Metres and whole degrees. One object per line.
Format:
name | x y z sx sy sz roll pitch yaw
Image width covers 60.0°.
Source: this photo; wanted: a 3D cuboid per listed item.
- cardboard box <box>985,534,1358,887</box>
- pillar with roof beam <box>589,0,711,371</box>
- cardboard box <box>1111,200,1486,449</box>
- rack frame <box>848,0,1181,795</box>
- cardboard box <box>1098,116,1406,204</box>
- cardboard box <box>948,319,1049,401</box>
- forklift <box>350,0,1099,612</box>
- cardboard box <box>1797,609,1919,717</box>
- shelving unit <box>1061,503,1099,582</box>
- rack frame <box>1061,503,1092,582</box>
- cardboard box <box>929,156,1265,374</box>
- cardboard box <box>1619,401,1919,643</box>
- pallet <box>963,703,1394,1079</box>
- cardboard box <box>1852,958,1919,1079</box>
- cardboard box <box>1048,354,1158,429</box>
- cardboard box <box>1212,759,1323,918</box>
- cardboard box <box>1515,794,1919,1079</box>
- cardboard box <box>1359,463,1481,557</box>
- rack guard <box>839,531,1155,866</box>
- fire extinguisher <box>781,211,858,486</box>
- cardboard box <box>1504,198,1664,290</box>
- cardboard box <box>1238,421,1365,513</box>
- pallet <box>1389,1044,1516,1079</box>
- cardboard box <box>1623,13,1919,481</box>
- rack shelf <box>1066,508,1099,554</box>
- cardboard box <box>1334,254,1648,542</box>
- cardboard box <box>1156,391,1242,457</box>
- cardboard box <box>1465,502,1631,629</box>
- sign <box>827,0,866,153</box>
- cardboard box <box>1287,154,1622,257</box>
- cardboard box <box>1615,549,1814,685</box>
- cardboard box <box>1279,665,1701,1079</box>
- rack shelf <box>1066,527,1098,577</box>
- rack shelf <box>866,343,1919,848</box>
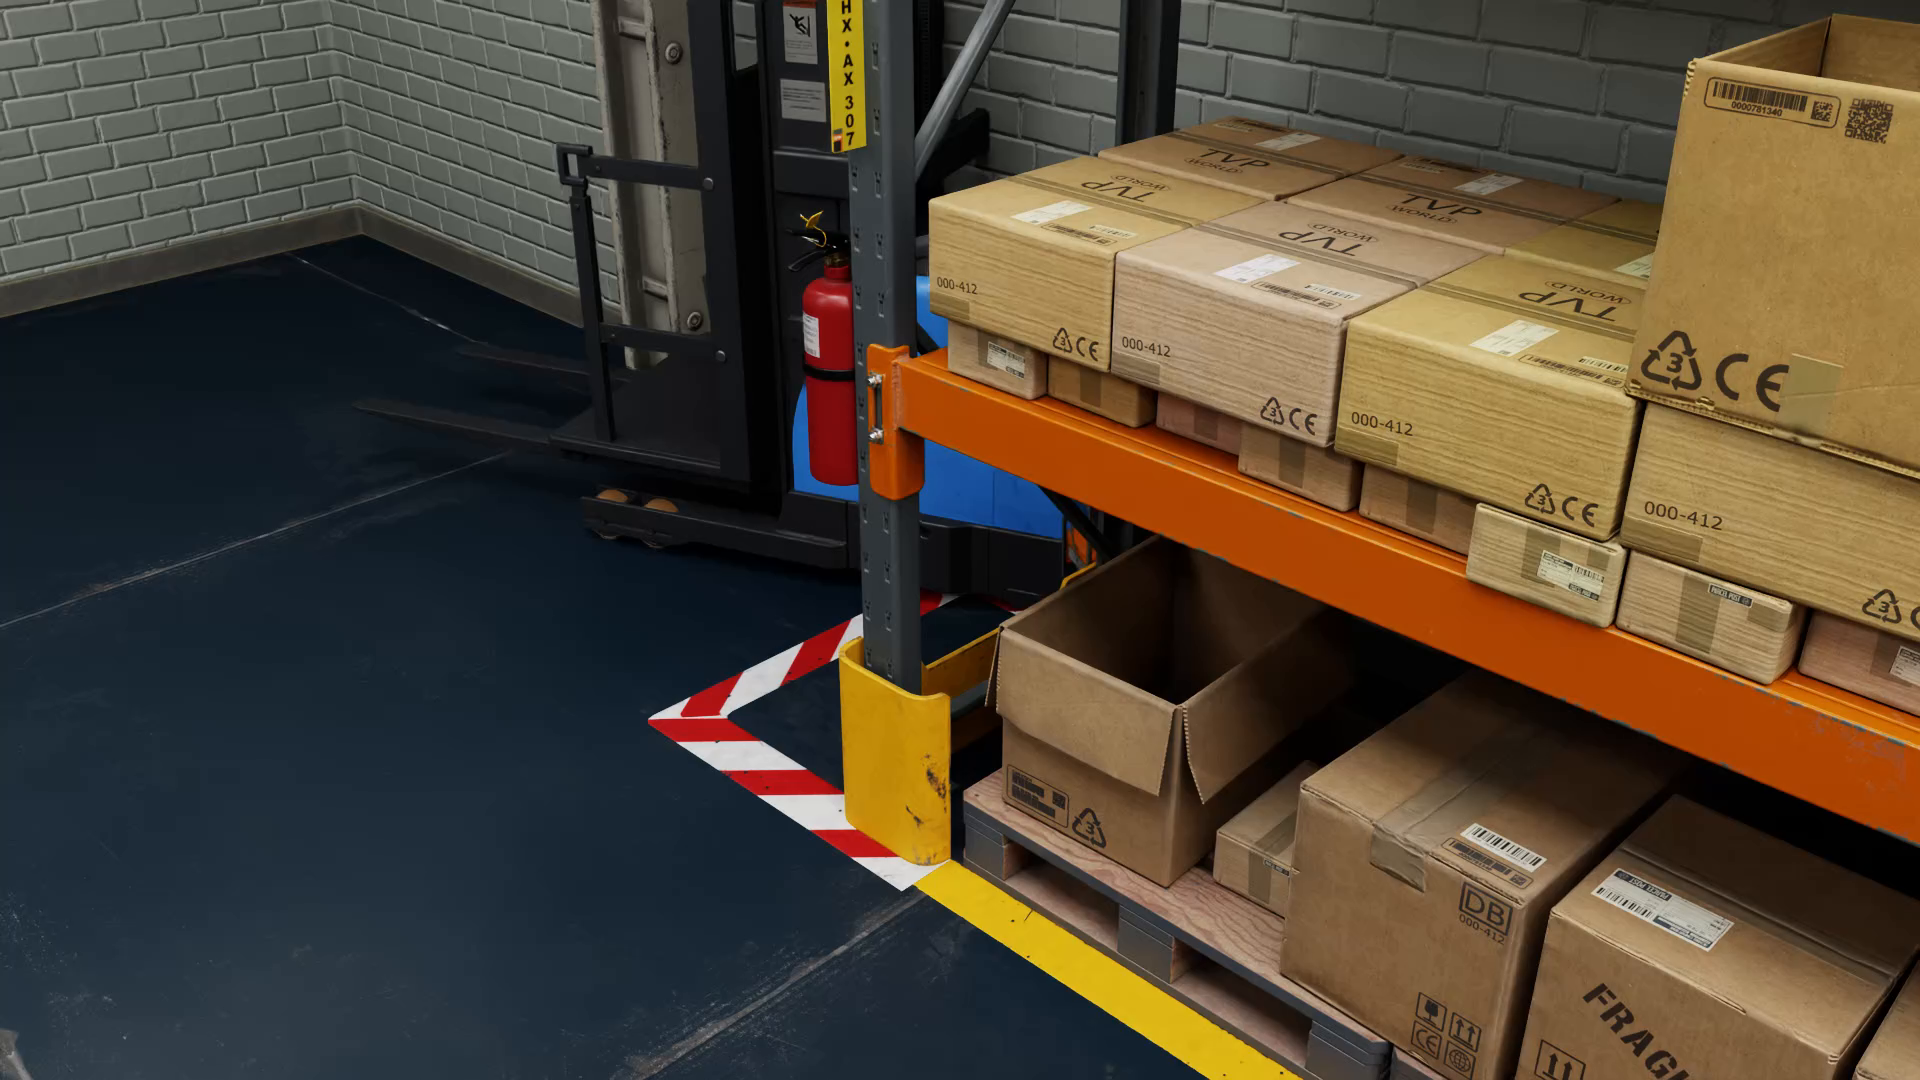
cardboard box | 0.519 0.382 4.032 0.637 0.503 0.797 23 35 37
pillar with roof beam | -4.160 -3.174 2.117 0.400 9.000 9.100 25 36 38
cardboard box | 0.643 -0.432 3.189 0.500 0.250 0.500 -25 37 -39
rack frame | 0.149 -0.768 3.988 0.127 3.000 1.000 25 36 38
cardboard box | 0.663 -0.772 3.836 0.500 0.250 0.500 -24 36 -38
cardboard box | 0.191 -0.459 3.669 0.250 0.149 0.380 24 36 38
forklift | -0.762 -1.483 5.421 3.031 2.935 1.130 11 30 20
cardboard box | 1.509 0.118 2.572 0.250 0.149 0.380 24 36 38
shelving unit | 0.456 -0.154 4.892 0.252 1.050 0.215 -13 34 -16
rack frame | 0.342 -0.128 4.857 0.008 1.050 0.200 -13 34 -16
cardboard box | 0.284 -0.596 3.502 0.500 0.250 0.500 25 37 39
cardboard box | 1.387 -0.108 2.573 0.500 0.250 0.500 23 36 37
pallet | 0.772 0.751 4.096 1.213 0.211 1.003 25 36 38
cardboard box | 1.841 1.014 2.834 0.500 0.500 0.700 23 35 37
cardboard box | 0.405 -0.391 3.541 0.380 0.149 0.250 -24 36 -38
cardboard box | 0.794 0.690 3.826 0.250 0.149 0.380 23 35 37
cardboard box | 1.408 0.881 3.087 0.500 0.500 0.500 -24 36 -38
cardboard box | 0.947 -0.129 3.043 0.380 0.149 0.250 -25 36 -38
rack guard | 0.203 0.363 4.523 0.348 0.500 1.175 25 36 38
fire extinguisher | -0.280 -0.464 3.892 0.183 0.674 0.296 25 36 38
cardboard box | 1.380 -0.440 3.205 0.500 0.250 0.500 -24 36 -38
cardboard box | 0.754 -0.214 3.204 0.380 0.149 0.250 -24 36 -38
pallet | 1.638 1.149 3.339 1.213 0.211 1.003 25 36 38
cardboard box | 1.353 -0.439 2.397 0.500 0.500 0.500 -24 36 -38
rack shelf | 0.456 -0.145 4.898 0.240 0.259 0.215 -13 34 -16
cardboard box | 1.007 -0.267 2.877 0.500 0.250 0.500 24 36 37
cardboard box | 0.617 -0.317 3.400 0.250 0.149 0.380 24 36 38
cardboard box | 1.075 -0.022 2.839 0.250 0.149 0.380 23 36 37
sign | -0.231 -0.971 3.444 0.005 0.325 0.100 25 36 38
cardboard box | 1.030 -0.603 3.515 0.500 0.250 0.500 25 36 39
cardboard box | 1.277 0.057 2.688 0.380 0.149 0.250 -24 36 -38
cardboard box | 1.101 0.675 3.478 0.700 0.500 0.500 -24 36 -37
rack shelf | 0.464 0.089 5.048 0.240 0.259 0.215 -13 34 -16
rack shelf | 1.575 0.203 2.914 4.000 0.370 1.077 25 36 38
